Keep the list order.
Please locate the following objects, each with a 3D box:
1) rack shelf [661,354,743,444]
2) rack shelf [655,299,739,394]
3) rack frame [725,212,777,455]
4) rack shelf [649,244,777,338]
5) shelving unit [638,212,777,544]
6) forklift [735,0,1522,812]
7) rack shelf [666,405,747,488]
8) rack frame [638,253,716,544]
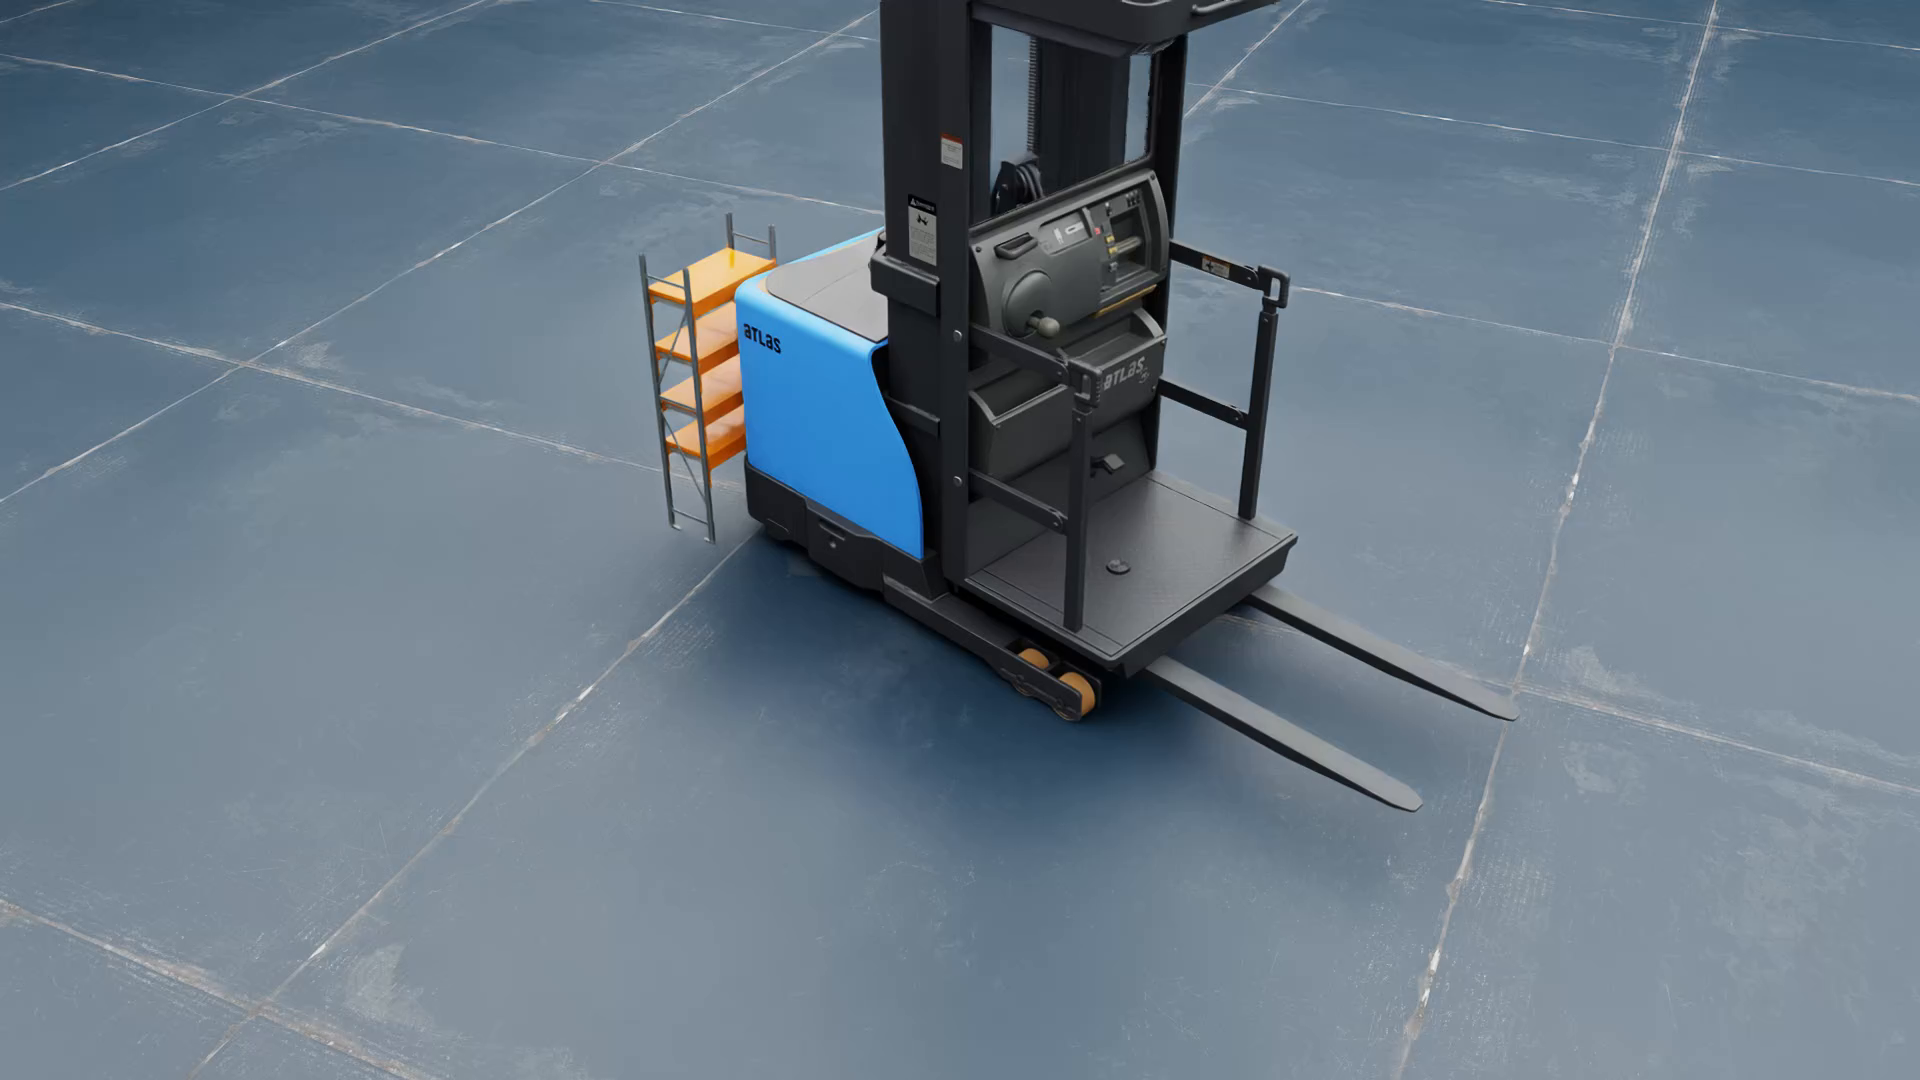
[{"bbox_3d":[-0.955,-0.580,6.663,0.258,0.148,0.480,21,38,28],"label":"rack shelf"},{"bbox_3d":[-0.955,-0.767,6.540,0.258,0.148,0.480,21,38,28],"label":"rack shelf"},{"bbox_3d":[-0.817,-0.747,6.794,0.240,1.200,0.015,21,38,28],"label":"rack frame"},{"bbox_3d":[-0.955,-0.965,6.411,0.258,0.148,0.480,21,38,28],"label":"rack shelf"},{"bbox_3d":[-0.955,-0.636,6.626,0.258,1.200,0.503,21,38,28],"label":"shelving unit"},{"bbox_3d":[0.537,-0.920,5.480,3.031,2.935,1.130,28,43,36],"label":"forklift"},{"bbox_3d":[-0.955,-0.414,6.772,0.258,0.148,0.480,21,38,28],"label":"rack shelf"},{"bbox_3d":[-1.093,-0.526,6.458,0.240,1.200,0.015,21,38,28],"label":"rack frame"}]
